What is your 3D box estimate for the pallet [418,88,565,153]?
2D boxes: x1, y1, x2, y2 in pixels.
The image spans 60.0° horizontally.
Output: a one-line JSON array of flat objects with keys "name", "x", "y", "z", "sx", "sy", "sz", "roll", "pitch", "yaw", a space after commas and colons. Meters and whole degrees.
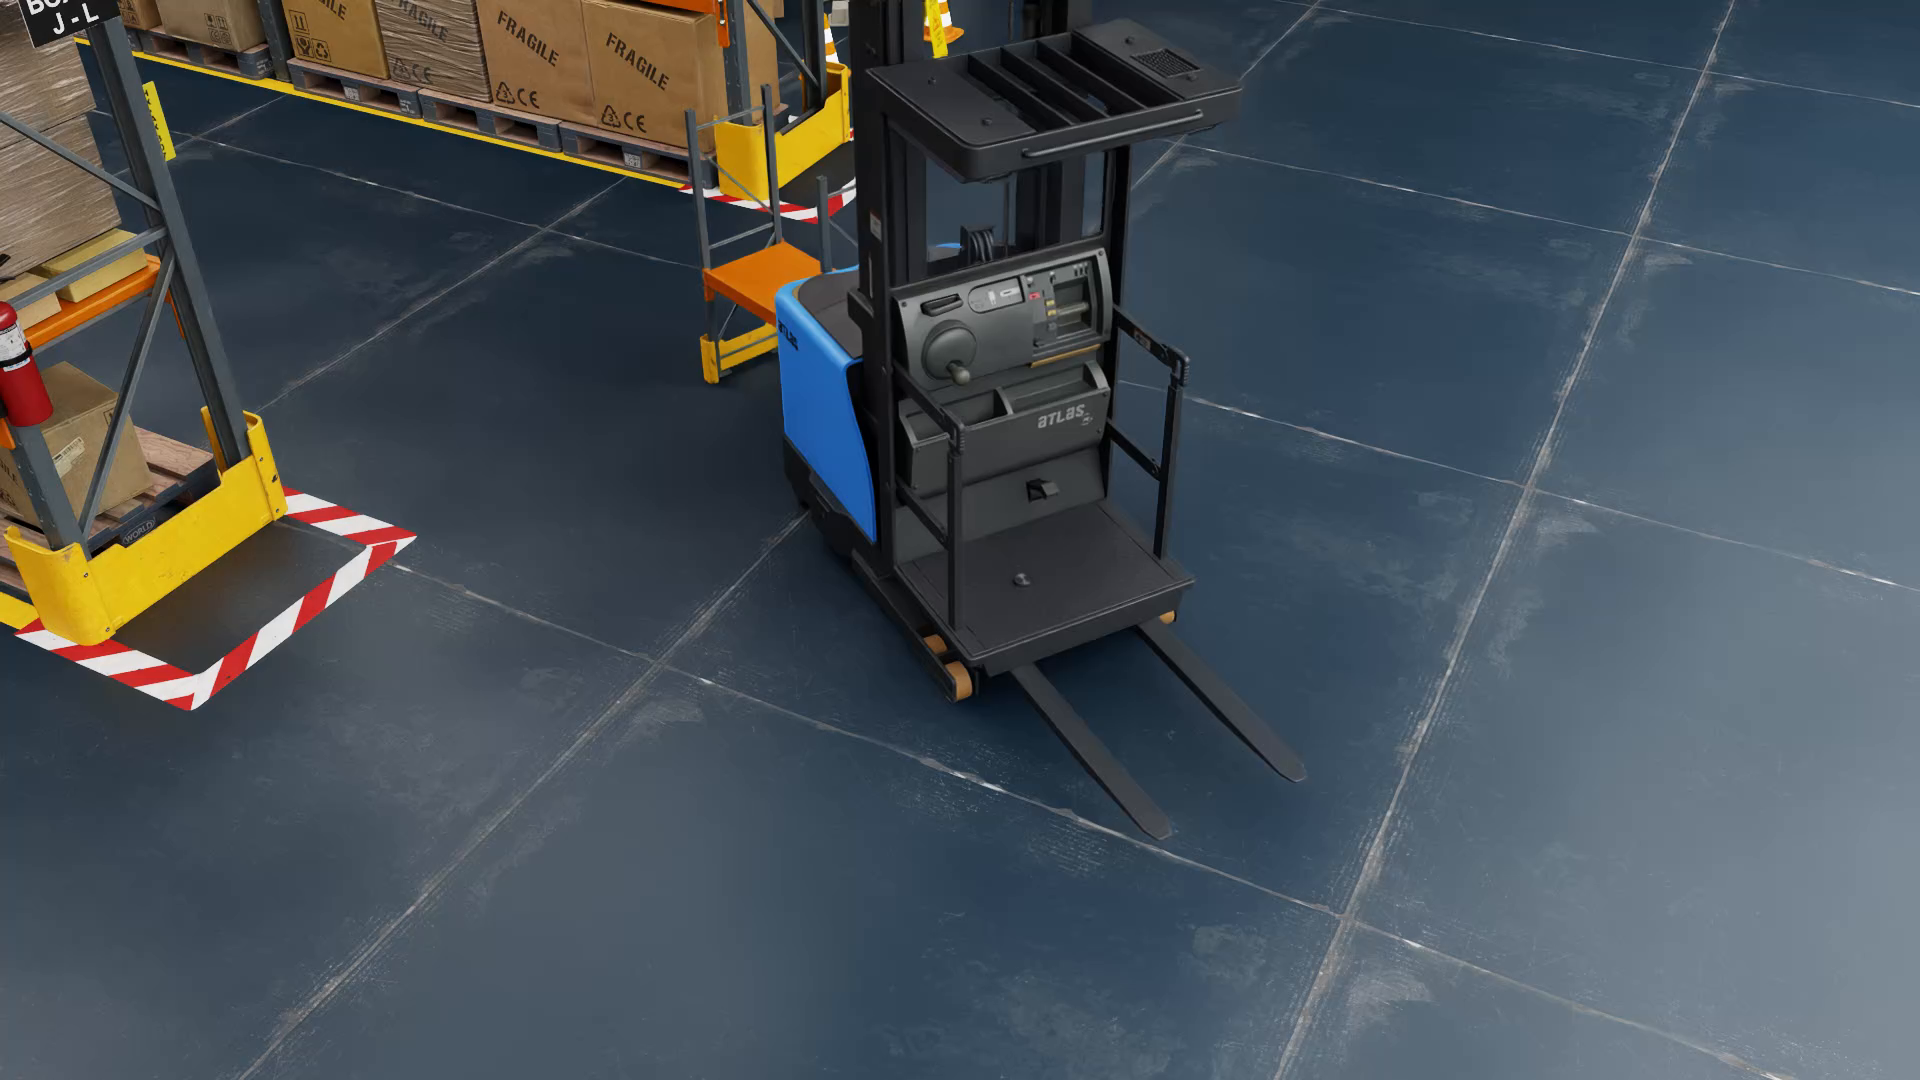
[{"name": "pallet", "x": -2.995, "y": -3.109, "z": 11.672, "sx": 1.213, "sy": 0.211, "sz": 1.003, "roll": 17, "pitch": 41, "yaw": 21}]

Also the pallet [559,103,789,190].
[{"name": "pallet", "x": -1.915, "y": -2.769, "z": 11.224, "sx": 1.213, "sy": 0.211, "sz": 1.003, "roll": 17, "pitch": 41, "yaw": 21}]

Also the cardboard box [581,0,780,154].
[{"name": "cardboard box", "x": -1.802, "y": -3.174, "z": 10.860, "sx": 0.875, "sy": 0.875, "sz": 0.875, "roll": 18, "pitch": 41, "yaw": 22}]

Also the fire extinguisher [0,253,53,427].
[{"name": "fire extinguisher", "x": -3.650, "y": -0.755, "z": 6.328, "sx": 0.183, "sy": 0.674, "sz": 0.296, "roll": 17, "pitch": 41, "yaw": 21}]

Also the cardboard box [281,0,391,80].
[{"name": "cardboard box", "x": -4.195, "y": -3.921, "z": 11.844, "sx": 0.875, "sy": 0.875, "sz": 0.875, "roll": 18, "pitch": 41, "yaw": 22}]

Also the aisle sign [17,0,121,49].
[{"name": "aisle sign", "x": -3.347, "y": -2.244, "z": 6.076, "sx": 0.004, "sy": 0.787, "sz": 0.394, "roll": 17, "pitch": 41, "yaw": 21}]

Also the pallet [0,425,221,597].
[{"name": "pallet", "x": -4.313, "y": -0.220, "z": 7.866, "sx": 1.213, "sy": 0.211, "sz": 1.003, "roll": 17, "pitch": 41, "yaw": 21}]

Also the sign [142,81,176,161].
[{"name": "sign", "x": -3.291, "y": -1.701, "z": 6.794, "sx": 0.005, "sy": 0.325, "sz": 0.100, "roll": 17, "pitch": 41, "yaw": 21}]

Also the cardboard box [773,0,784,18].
[{"name": "cardboard box", "x": -1.707, "y": -4.520, "z": 13.289, "sx": 0.637, "sy": 0.503, "sz": 0.797, "roll": -8, "pitch": 38, "yaw": -10}]

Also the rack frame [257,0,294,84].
[{"name": "rack frame", "x": -4.721, "y": -4.812, "z": 11.608, "sx": 0.127, "sy": 3.000, "sz": 1.000, "roll": 17, "pitch": 41, "yaw": 21}]

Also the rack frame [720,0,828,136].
[{"name": "rack frame", "x": -1.169, "y": -3.700, "z": 10.143, "sx": 0.127, "sy": 3.000, "sz": 1.000, "roll": 17, "pitch": 41, "yaw": 21}]

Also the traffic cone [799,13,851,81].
[{"name": "traffic cone", "x": -0.988, "y": -3.599, "z": 12.109, "sx": 0.334, "sy": 0.463, "sz": 0.336, "roll": 17, "pitch": 41, "yaw": 21}]

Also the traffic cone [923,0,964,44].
[{"name": "traffic cone", "x": -0.166, "y": -4.112, "z": 12.784, "sx": 0.334, "sy": 0.463, "sz": 0.336, "roll": 17, "pitch": 41, "yaw": 21}]

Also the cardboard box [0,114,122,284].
[{"name": "cardboard box", "x": -4.016, "y": -1.391, "z": 6.773, "sx": 0.500, "sy": 0.500, "sz": 0.875, "roll": 17, "pitch": 41, "yaw": 21}]

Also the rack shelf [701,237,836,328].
[{"name": "rack shelf", "x": -0.790, "y": -1.192, "z": 8.378, "sx": 0.538, "sy": 0.185, "sz": 1.000, "roll": -29, "pitch": 46, "yaw": -32}]

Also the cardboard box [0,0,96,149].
[{"name": "cardboard box", "x": -3.903, "y": -1.921, "z": 6.644, "sx": 0.500, "sy": 0.500, "sz": 0.500, "roll": 17, "pitch": 41, "yaw": 21}]

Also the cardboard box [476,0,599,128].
[{"name": "cardboard box", "x": -2.584, "y": -3.417, "z": 11.181, "sx": 0.875, "sy": 0.875, "sz": 0.875, "roll": 17, "pitch": 40, "yaw": 21}]

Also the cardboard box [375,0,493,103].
[{"name": "cardboard box", "x": -3.393, "y": -3.672, "z": 11.517, "sx": 0.875, "sy": 0.875, "sz": 0.875, "roll": 18, "pitch": 41, "yaw": 22}]

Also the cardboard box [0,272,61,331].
[{"name": "cardboard box", "x": -3.888, "y": -0.933, "z": 6.706, "sx": 0.250, "sy": 0.149, "sz": 0.380, "roll": 17, "pitch": 41, "yaw": 21}]

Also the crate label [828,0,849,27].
[{"name": "crate label", "x": -0.893, "y": -4.167, "z": 13.126, "sx": 0.298, "sy": 0.136, "sz": 0.250, "roll": -2, "pitch": 37, "yaw": -2}]

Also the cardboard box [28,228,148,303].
[{"name": "cardboard box", "x": -3.684, "y": -1.172, "z": 7.021, "sx": 0.250, "sy": 0.149, "sz": 0.380, "roll": 17, "pitch": 41, "yaw": 21}]

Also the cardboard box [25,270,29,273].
[{"name": "cardboard box", "x": -3.897, "y": -1.252, "z": 7.126, "sx": 0.250, "sy": 0.149, "sz": 0.380, "roll": 17, "pitch": 41, "yaw": 21}]

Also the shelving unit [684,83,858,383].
[{"name": "shelving unit", "x": -0.796, "y": -1.340, "z": 8.274, "sx": 0.587, "sy": 1.500, "sz": 1.083, "roll": -29, "pitch": 46, "yaw": -32}]

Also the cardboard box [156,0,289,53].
[{"name": "cardboard box", "x": -5.314, "y": -4.208, "z": 12.325, "sx": 0.750, "sy": 0.750, "sz": 1.050, "roll": 17, "pitch": 40, "yaw": 21}]

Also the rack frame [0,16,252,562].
[{"name": "rack frame", "x": -3.540, "y": -1.065, "z": 6.672, "sx": 0.127, "sy": 3.000, "sz": 1.000, "roll": 17, "pitch": 41, "yaw": 21}]

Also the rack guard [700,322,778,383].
[{"name": "rack guard", "x": -1.130, "y": -1.065, "z": 8.946, "sx": 0.587, "sy": 0.250, "sz": 0.087, "roll": -29, "pitch": 46, "yaw": -32}]

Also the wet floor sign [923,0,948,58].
[{"name": "wet floor sign", "x": -0.233, "y": -3.817, "z": 12.245, "sx": 0.232, "sy": 0.644, "sz": 0.267, "roll": 11, "pitch": 38, "yaw": 14}]

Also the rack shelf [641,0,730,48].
[{"name": "rack shelf", "x": -2.945, "y": -3.969, "z": 11.093, "sx": 4.000, "sy": 0.370, "sz": 1.077, "roll": 17, "pitch": 41, "yaw": 21}]

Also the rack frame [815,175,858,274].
[{"name": "rack frame", "x": -0.449, "y": -1.108, "z": 7.969, "sx": 0.500, "sy": 1.500, "sz": 0.032, "roll": -29, "pitch": 46, "yaw": -32}]

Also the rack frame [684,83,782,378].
[{"name": "rack frame", "x": -1.131, "y": -1.564, "z": 8.569, "sx": 0.500, "sy": 1.500, "sz": 0.032, "roll": -29, "pitch": 46, "yaw": -32}]

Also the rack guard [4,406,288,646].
[{"name": "rack guard", "x": -3.608, "y": -0.090, "z": 7.456, "sx": 0.348, "sy": 0.500, "sz": 1.175, "roll": 17, "pitch": 41, "yaw": 21}]

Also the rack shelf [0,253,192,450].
[{"name": "rack shelf", "x": -5.316, "y": -1.335, "z": 7.622, "sx": 4.000, "sy": 0.370, "sz": 1.077, "roll": 17, "pitch": 41, "yaw": 21}]

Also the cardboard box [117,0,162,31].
[{"name": "cardboard box", "x": -6.169, "y": -4.478, "z": 12.681, "sx": 0.750, "sy": 0.750, "sz": 1.050, "roll": 17, "pitch": 41, "yaw": 21}]

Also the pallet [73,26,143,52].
[{"name": "pallet", "x": -6.529, "y": -4.214, "z": 13.127, "sx": 1.213, "sy": 0.211, "sz": 1.003, "roll": 17, "pitch": 41, "yaw": 21}]

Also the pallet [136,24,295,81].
[{"name": "pallet", "x": -5.441, "y": -3.875, "z": 12.681, "sx": 1.213, "sy": 0.211, "sz": 1.003, "roll": 17, "pitch": 41, "yaw": 21}]

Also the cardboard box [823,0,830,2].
[{"name": "cardboard box", "x": -1.075, "y": -4.530, "z": 13.594, "sx": 0.380, "sy": 0.149, "sz": 0.250, "roll": -21, "pitch": 42, "yaw": -25}]

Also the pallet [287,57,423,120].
[{"name": "pallet", "x": -4.082, "y": -3.448, "z": 12.118, "sx": 1.213, "sy": 0.211, "sz": 1.003, "roll": 17, "pitch": 41, "yaw": 21}]

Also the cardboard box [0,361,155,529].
[{"name": "cardboard box", "x": -4.087, "y": -0.419, "z": 7.541, "sx": 0.500, "sy": 0.500, "sz": 0.500, "roll": 25, "pitch": 44, "yaw": 29}]

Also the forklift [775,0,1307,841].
[{"name": "forklift", "x": 0.289, "y": -0.814, "z": 6.399, "sx": 1.130, "sy": 2.935, "sz": 3.031, "roll": -18, "pitch": 41, "yaw": -22}]

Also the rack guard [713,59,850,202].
[{"name": "rack guard", "x": -1.148, "y": -2.698, "z": 10.890, "sx": 0.348, "sy": 0.500, "sz": 1.175, "roll": 17, "pitch": 41, "yaw": 21}]
